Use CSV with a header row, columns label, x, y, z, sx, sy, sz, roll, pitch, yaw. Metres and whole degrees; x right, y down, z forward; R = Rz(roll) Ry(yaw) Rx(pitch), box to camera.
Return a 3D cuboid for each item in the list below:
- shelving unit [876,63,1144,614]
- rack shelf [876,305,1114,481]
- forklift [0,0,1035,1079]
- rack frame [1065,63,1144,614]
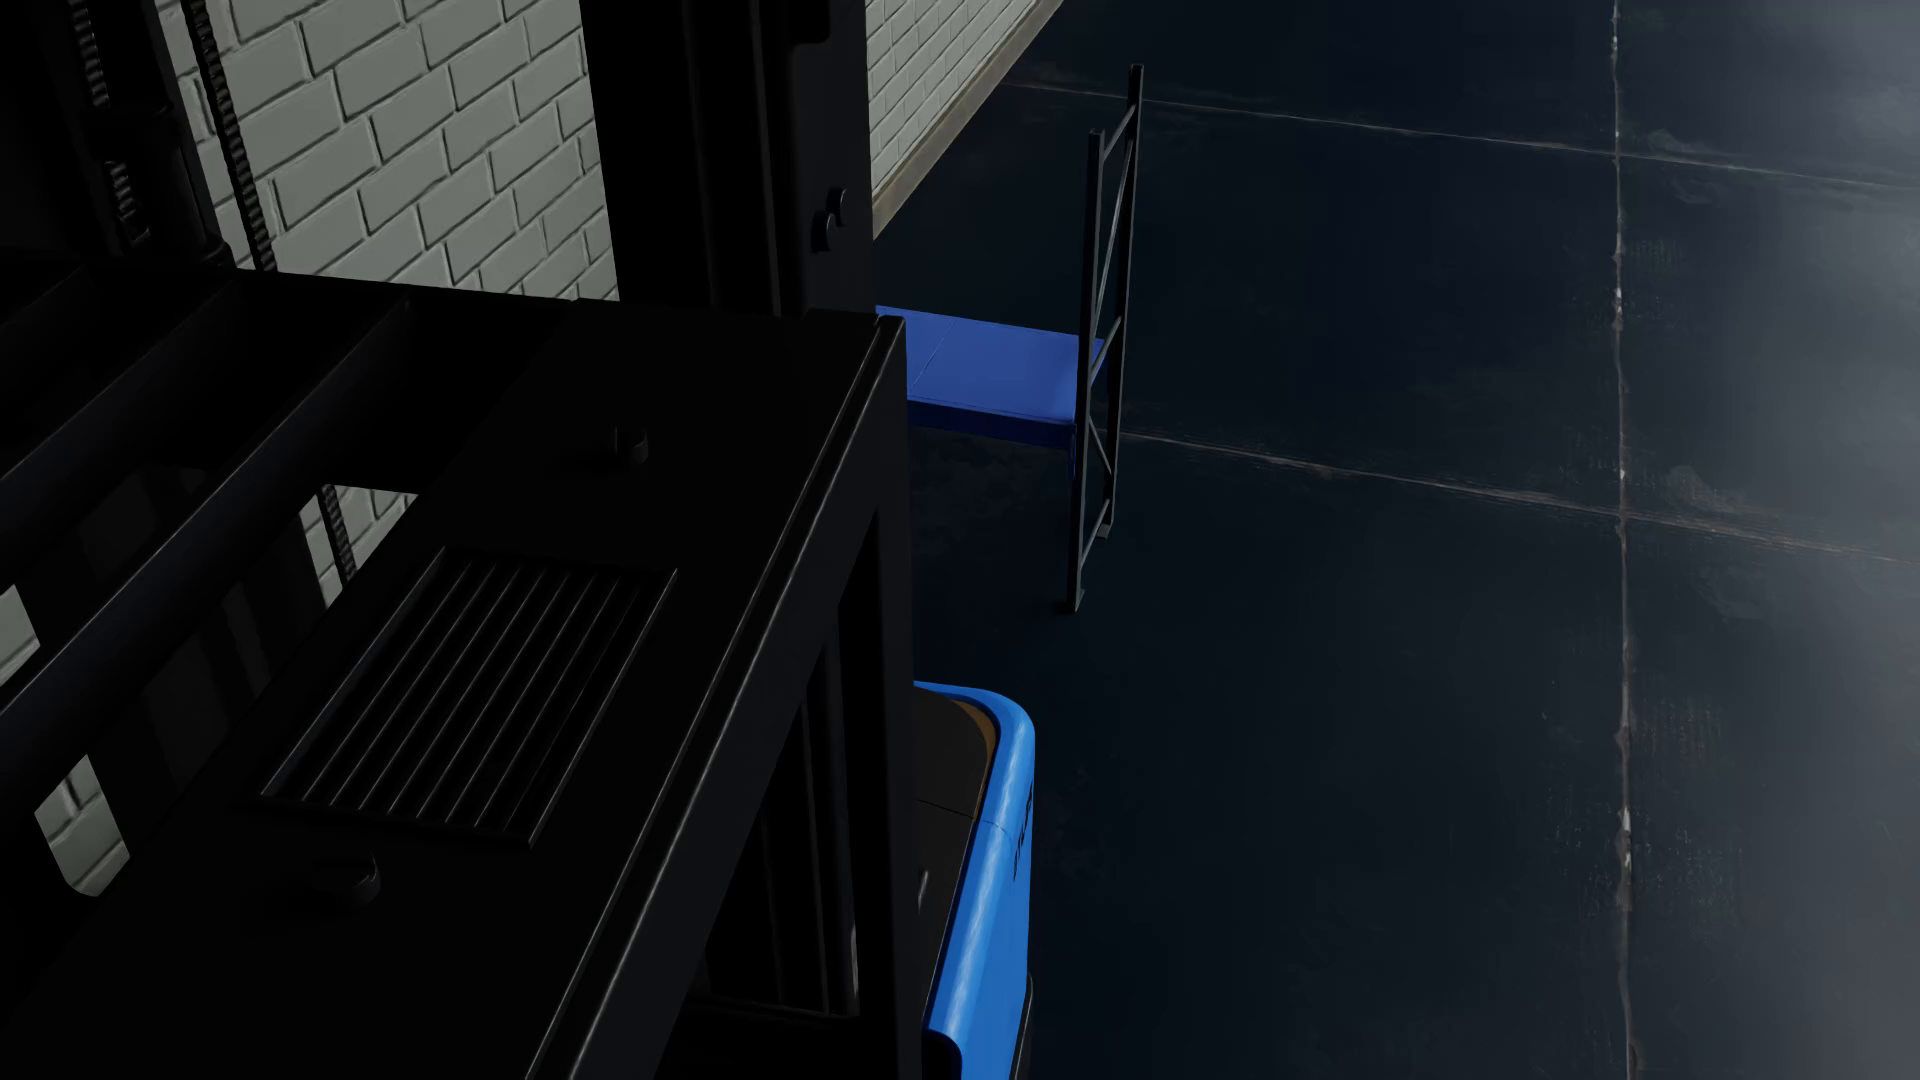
label,x,y,z,sx,sy,sz,roll,pitch,yaw
shelving unit,-0.081,-0.619,4.826,1.048,1.500,0.538,10,38,14
rack shelf,-0.081,-0.474,4.933,1.000,0.185,0.538,10,38,14
forklift,-0.630,0.771,1.730,1.130,2.935,3.031,6,37,9
rack frame,0.404,-0.529,4.704,0.032,1.500,0.500,10,38,14
